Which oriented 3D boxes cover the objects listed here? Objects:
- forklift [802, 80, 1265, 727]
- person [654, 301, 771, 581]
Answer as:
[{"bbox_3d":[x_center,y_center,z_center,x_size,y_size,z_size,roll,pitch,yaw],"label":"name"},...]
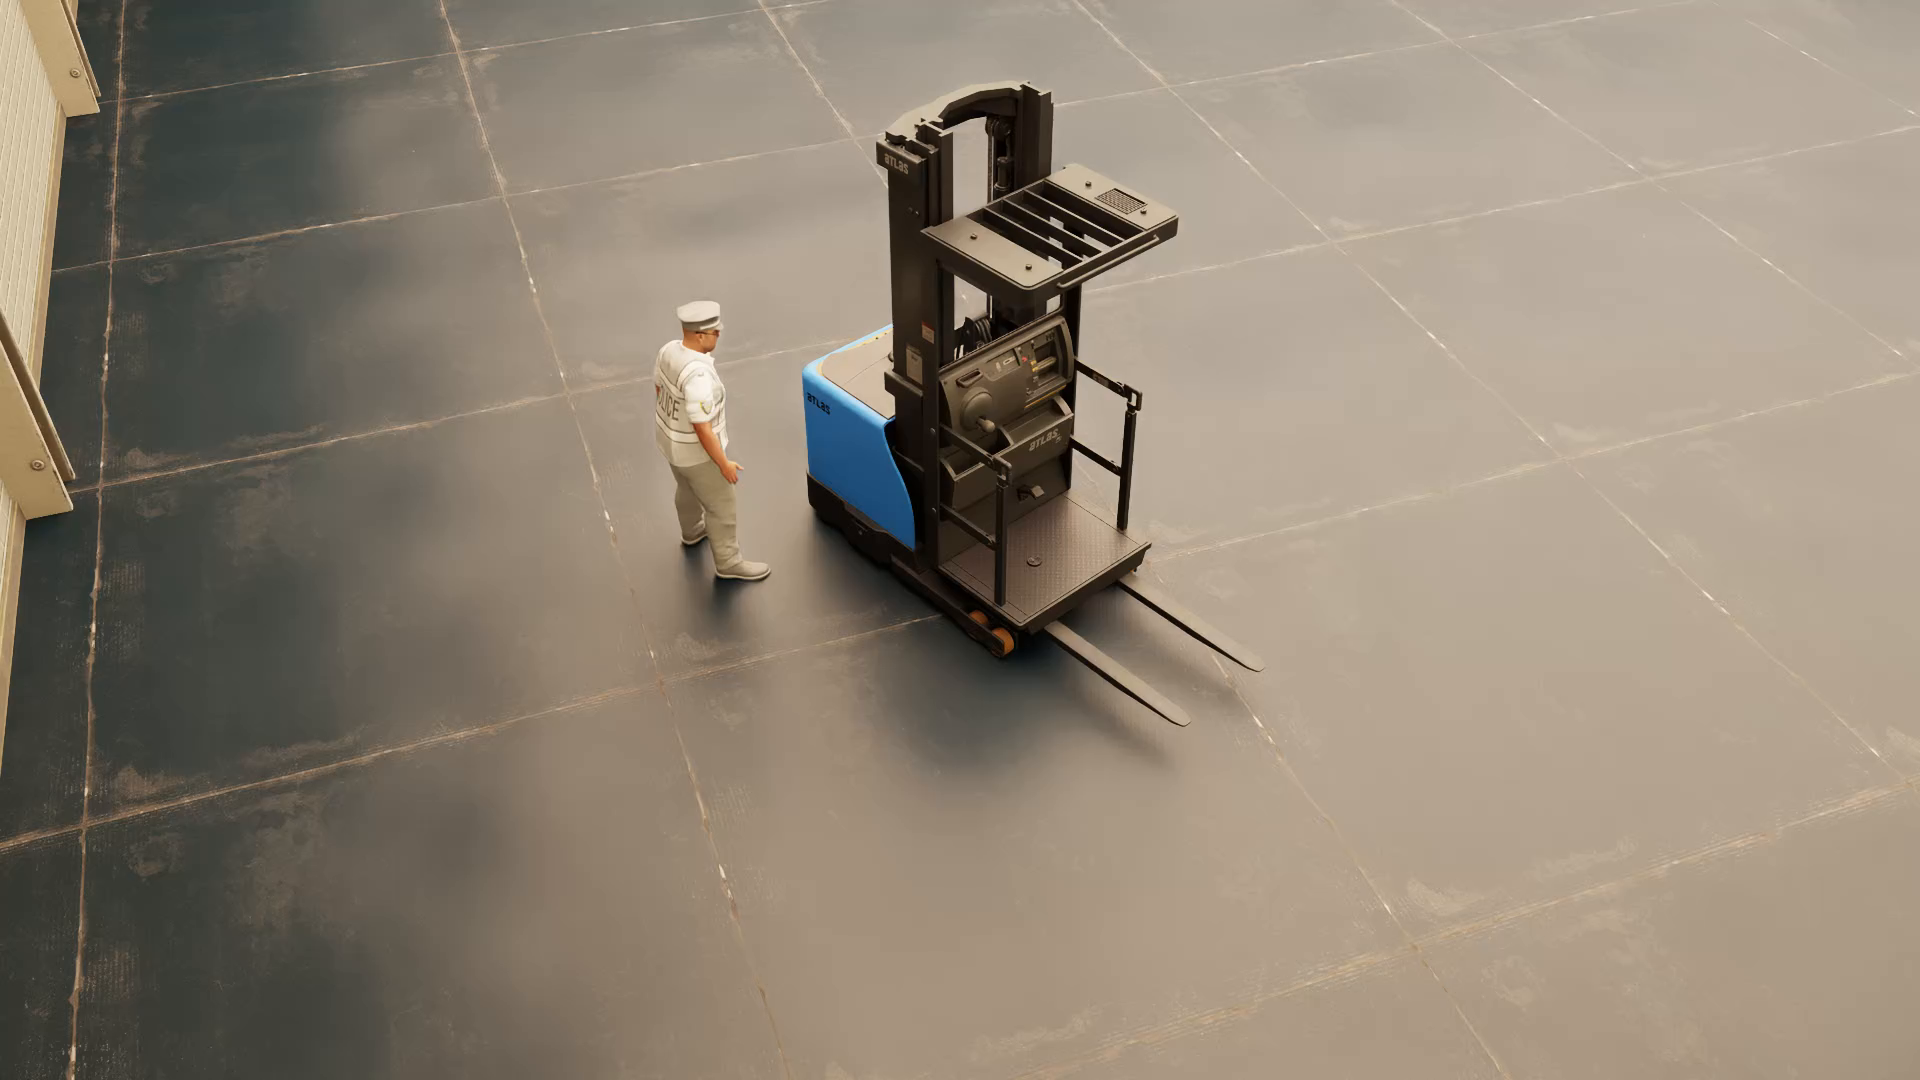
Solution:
[{"bbox_3d":[0.409,-0.833,8.988,1.130,2.935,3.031,-30,49,-31],"label":"forklift"},{"bbox_3d":[-1.492,-0.563,9.589,0.476,1.756,0.674,-21,44,-23],"label":"person"}]
